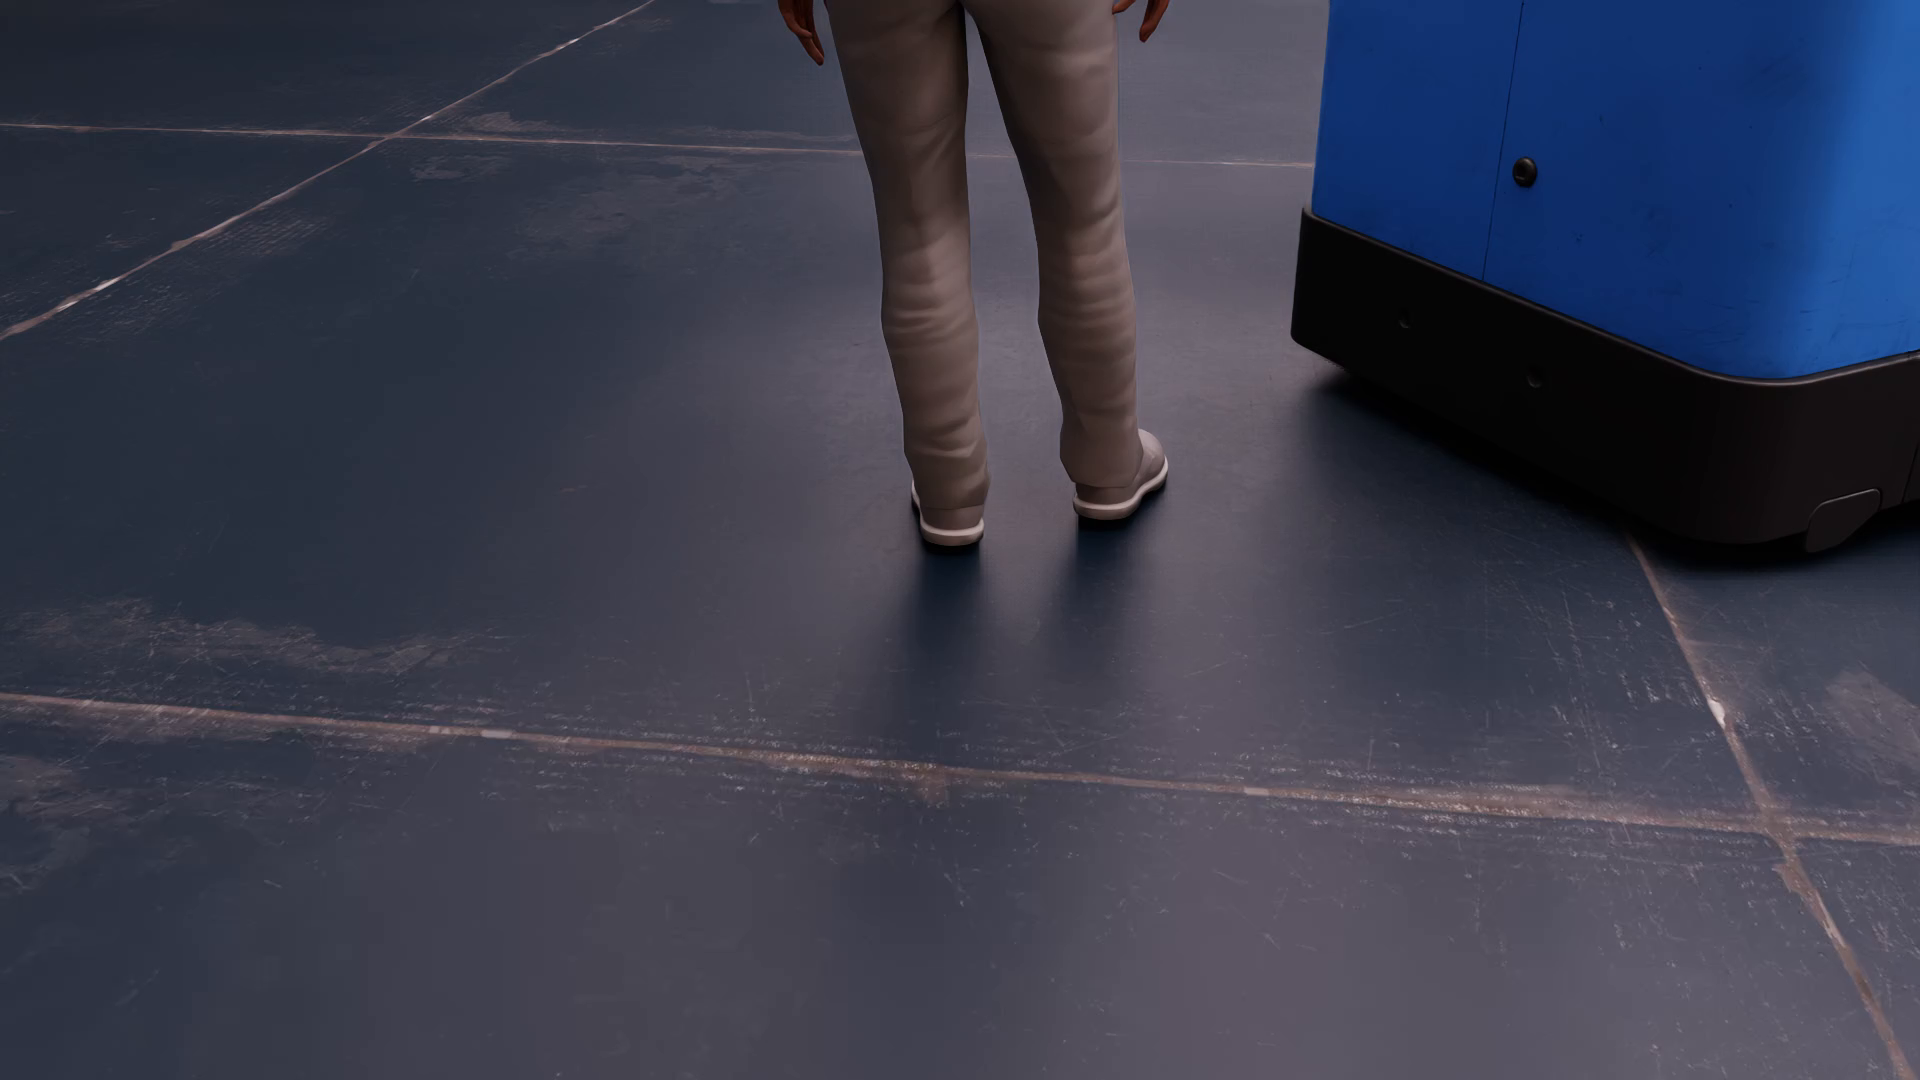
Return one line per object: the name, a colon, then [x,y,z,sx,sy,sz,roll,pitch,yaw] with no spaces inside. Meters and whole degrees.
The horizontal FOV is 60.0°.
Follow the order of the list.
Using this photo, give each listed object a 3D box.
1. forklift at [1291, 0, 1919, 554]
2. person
forklift: [2.172,-1.731,2.686,3.031,2.935,1.130,-12,29,-23]
person: [0.030,-0.797,2.183,0.569,1.694,0.529,3,27,7]
